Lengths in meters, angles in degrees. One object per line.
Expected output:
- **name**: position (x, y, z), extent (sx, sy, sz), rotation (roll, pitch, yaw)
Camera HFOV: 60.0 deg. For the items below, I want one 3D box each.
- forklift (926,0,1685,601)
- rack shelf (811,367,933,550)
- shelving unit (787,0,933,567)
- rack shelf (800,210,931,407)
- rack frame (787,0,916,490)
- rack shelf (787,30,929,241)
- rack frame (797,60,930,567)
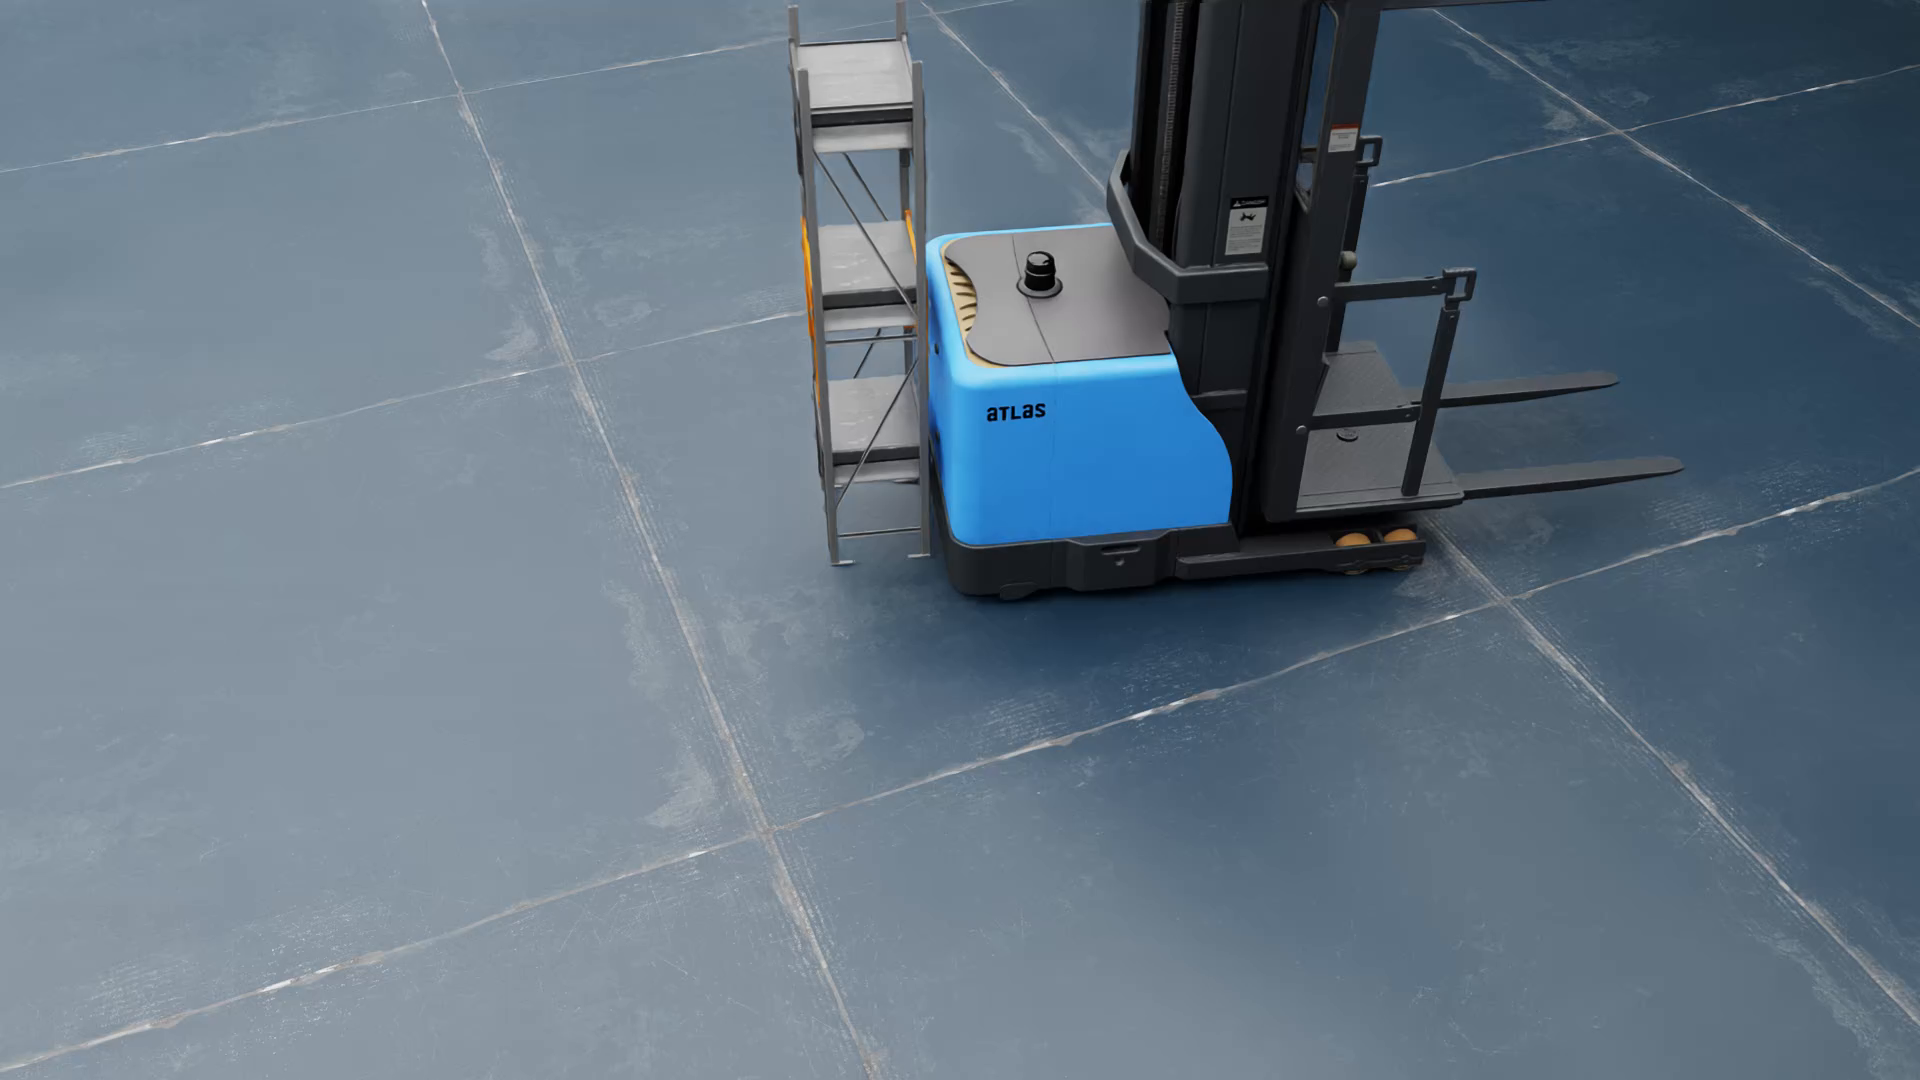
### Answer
- **forklift**: position (1.399, -1.312, 6.027), extent (3.031, 2.935, 1.130), rotation (-5, 41, -6)
- **rack shelf**: position (-0.352, -0.329, 6.617), extent (0.431, 0.518, 0.480), rotation (-5, 41, -6)
- **shelving unit**: position (-0.352, -0.870, 6.152), extent (0.431, 2.100, 0.503), rotation (-5, 41, -6)
- **rack shelf**: position (-0.352, -0.860, 6.161), extent (0.431, 0.518, 0.480), rotation (-5, 41, -6)
- **rack frame**: position (-0.386, -1.028, 6.335), extent (0.400, 2.100, 0.015), rotation (-5, 41, -6)
- **rack shelf**: position (-0.352, -1.391, 5.704), extent (0.431, 0.518, 0.480), rotation (-5, 41, -6)
- **rack frame**: position (-0.318, -0.713, 5.969), extent (0.400, 2.100, 0.015), rotation (-5, 41, -6)
